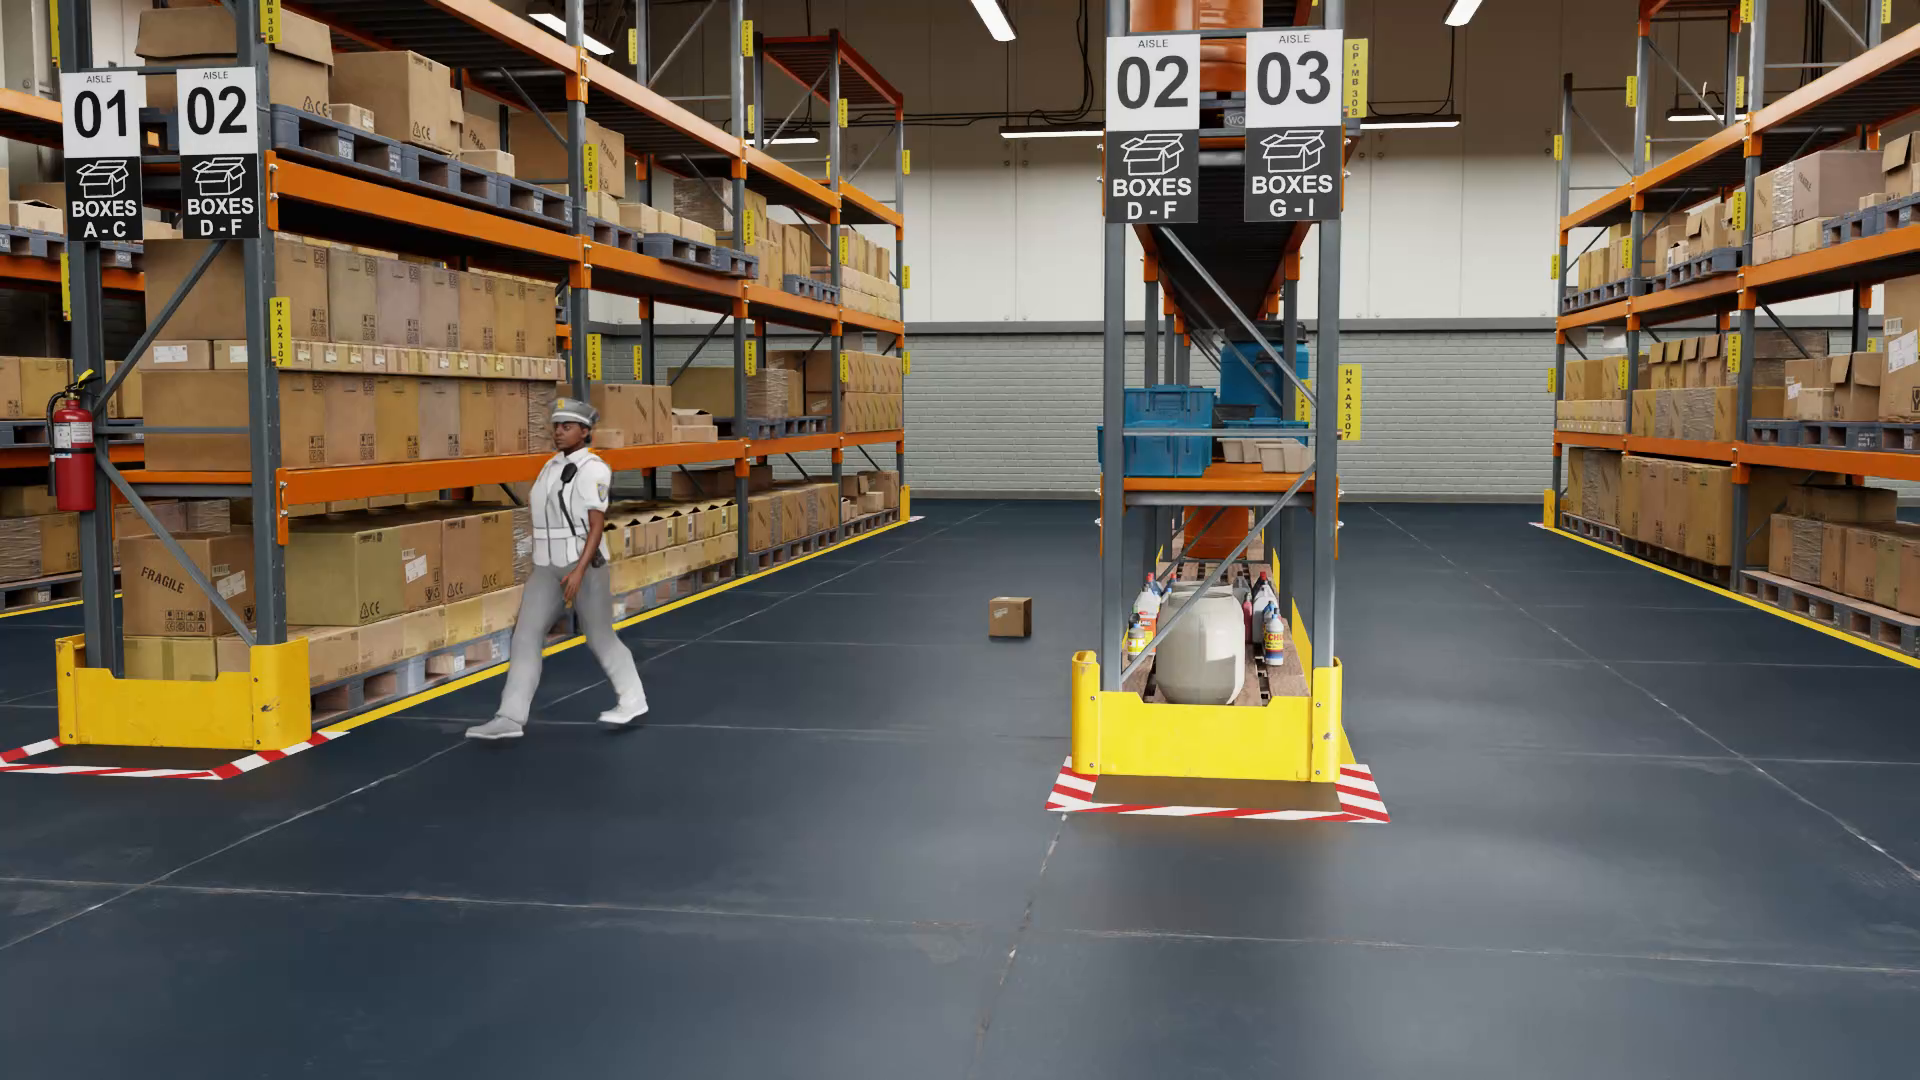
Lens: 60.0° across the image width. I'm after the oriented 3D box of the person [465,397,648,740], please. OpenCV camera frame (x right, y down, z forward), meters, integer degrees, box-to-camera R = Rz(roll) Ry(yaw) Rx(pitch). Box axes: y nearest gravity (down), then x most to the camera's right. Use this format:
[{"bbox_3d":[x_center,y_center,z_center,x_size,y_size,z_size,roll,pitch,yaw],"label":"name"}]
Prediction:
[{"bbox_3d":[-1.939,0.127,8.074,0.482,1.630,0.958,3,5,32],"label":"person"}]
